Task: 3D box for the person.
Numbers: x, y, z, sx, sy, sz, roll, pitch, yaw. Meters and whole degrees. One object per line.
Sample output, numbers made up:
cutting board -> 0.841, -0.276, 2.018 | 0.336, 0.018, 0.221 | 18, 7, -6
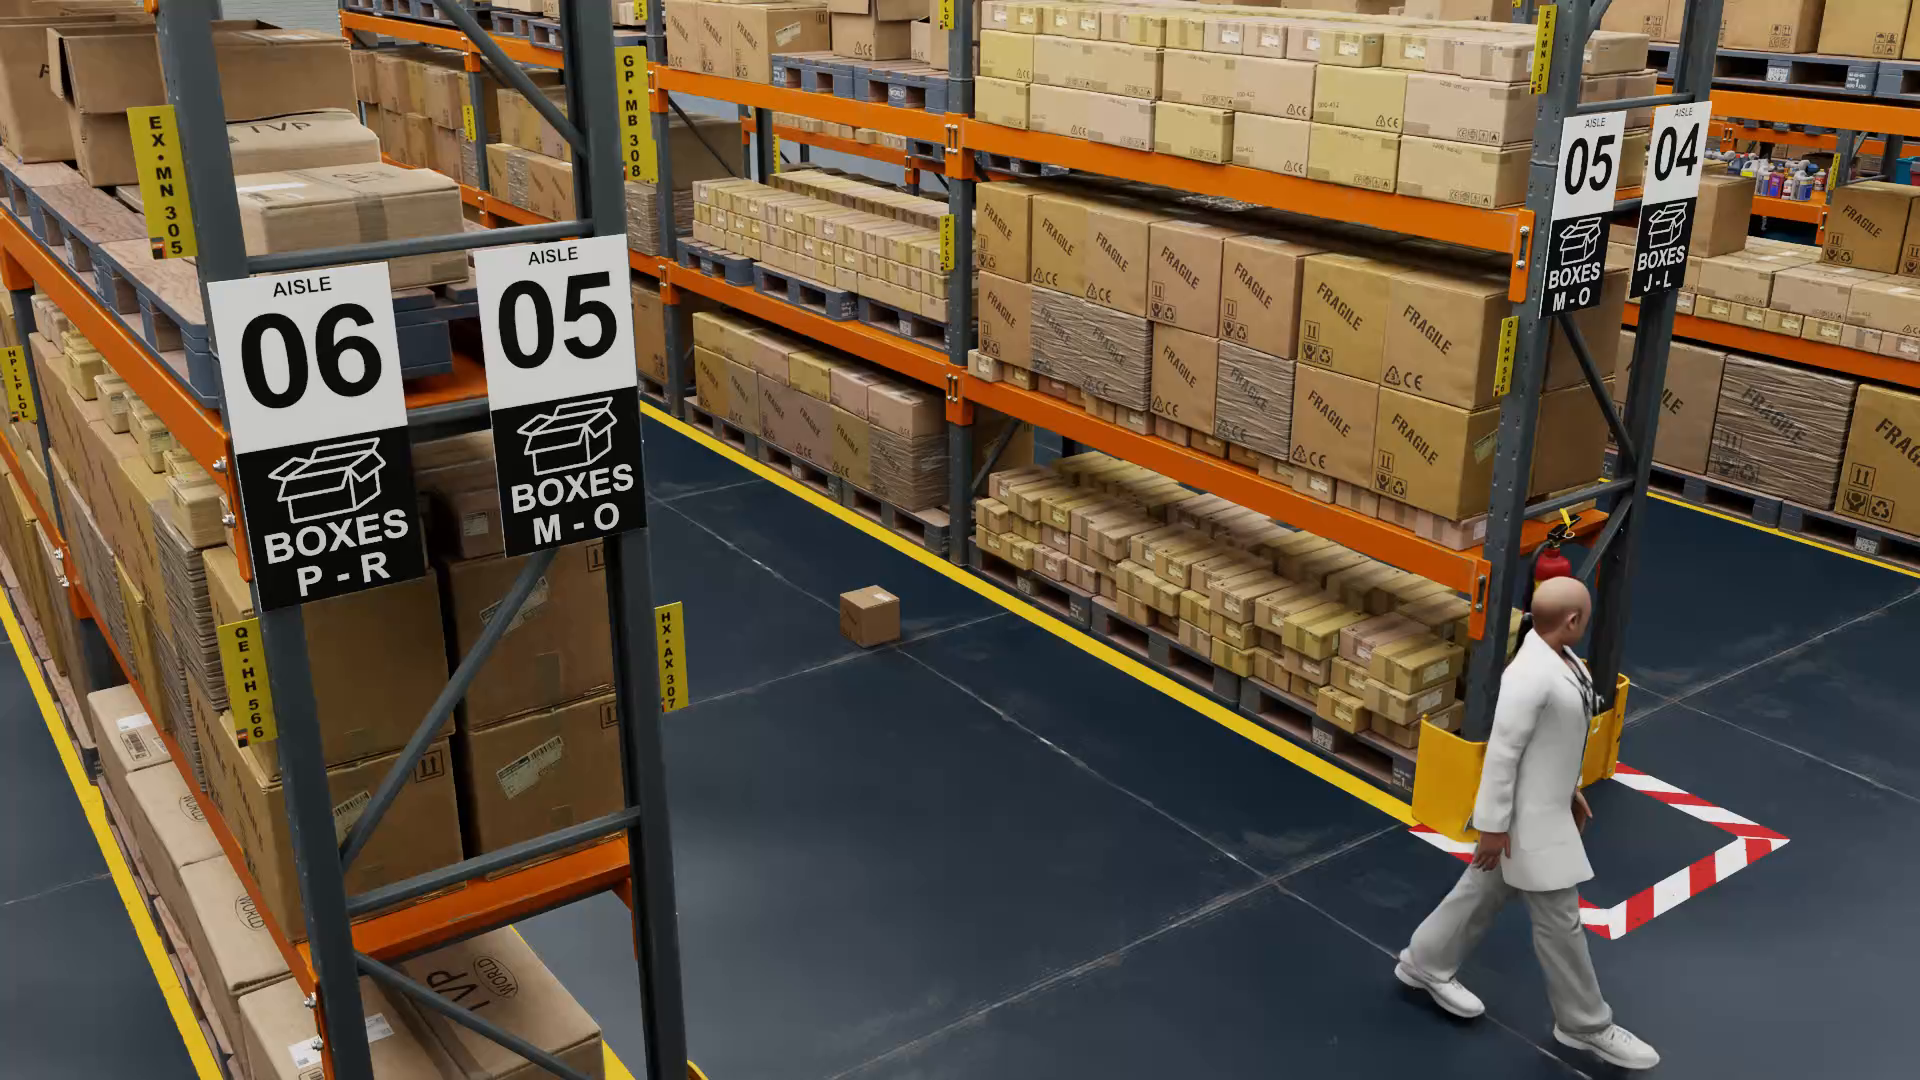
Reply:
person -> 2.152, 0.977, 6.038 | 0.972, 1.730, 0.618 | 9, 23, 23
